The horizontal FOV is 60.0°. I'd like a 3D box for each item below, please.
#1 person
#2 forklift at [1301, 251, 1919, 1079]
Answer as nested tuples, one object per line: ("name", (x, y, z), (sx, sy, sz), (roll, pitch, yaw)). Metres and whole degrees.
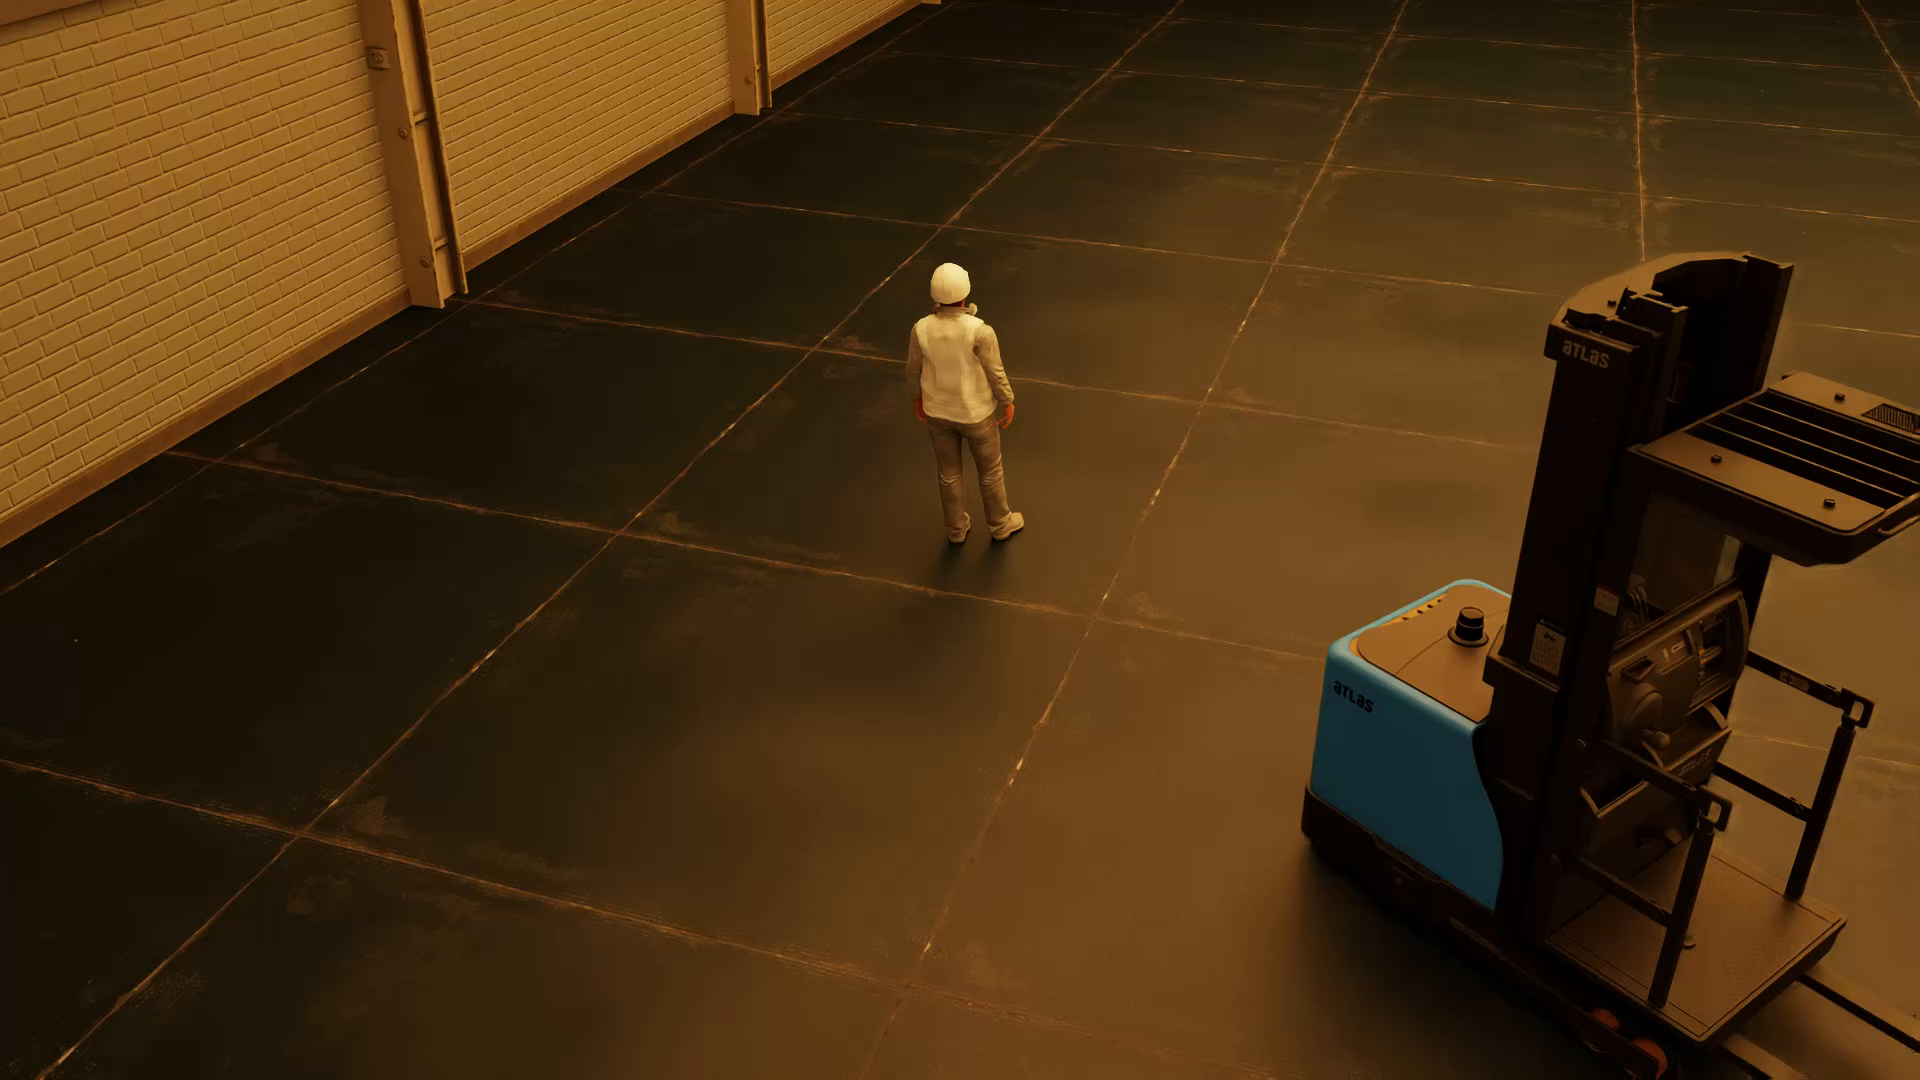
("person", (0.027, -0.806, 9.703), (0.634, 1.775, 0.566), (10, 31, 16))
("forklift", (2.863, 0.540, 6.190), (1.130, 2.935, 3.031), (-21, 36, -32))
